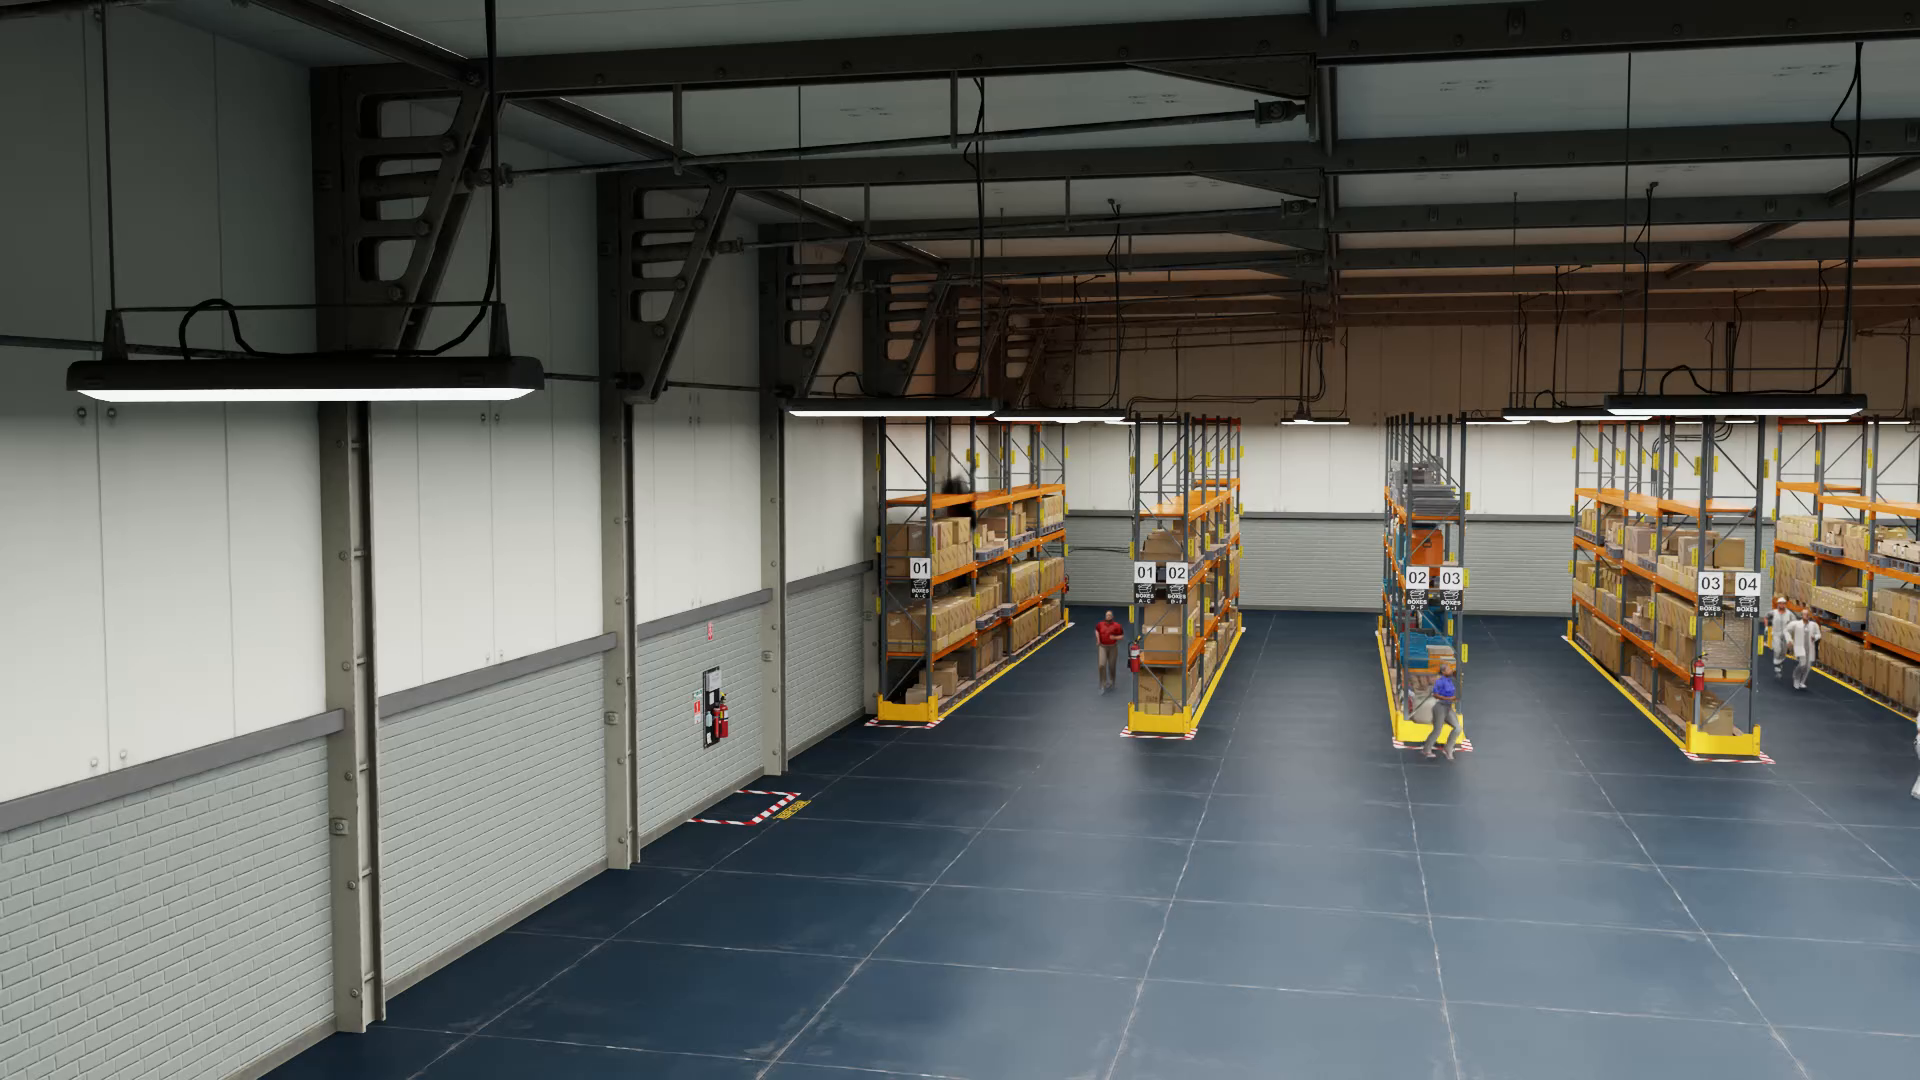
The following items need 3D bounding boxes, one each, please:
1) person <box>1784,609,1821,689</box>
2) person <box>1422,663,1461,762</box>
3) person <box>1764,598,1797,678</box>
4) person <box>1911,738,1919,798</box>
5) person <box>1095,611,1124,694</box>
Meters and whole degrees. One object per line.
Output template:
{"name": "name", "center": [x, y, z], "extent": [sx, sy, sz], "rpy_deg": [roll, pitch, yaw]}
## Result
{"name": "person", "center": [18.381, 2.385, 36.202], "extent": [0.682, 1.744, 0.707], "rpy_deg": [0, 4, 7]}
{"name": "person", "center": [8.332, 3.021, 28.620], "extent": [0.575, 1.591, 0.672], "rpy_deg": [-3, 5, -40]}
{"name": "person", "center": [18.819, 2.217, 38.139], "extent": [0.662, 1.797, 0.928], "rpy_deg": [1, 4, 15]}
{"name": "person", "center": [14.965, 3.176, 25.516], "extent": [0.608, 1.631, 0.598], "rpy_deg": [-3, 5, -37]}
{"name": "person", "center": [3.238, 2.423, 36.131], "extent": [0.648, 1.793, 0.851], "rpy_deg": [1, 4, 11]}
